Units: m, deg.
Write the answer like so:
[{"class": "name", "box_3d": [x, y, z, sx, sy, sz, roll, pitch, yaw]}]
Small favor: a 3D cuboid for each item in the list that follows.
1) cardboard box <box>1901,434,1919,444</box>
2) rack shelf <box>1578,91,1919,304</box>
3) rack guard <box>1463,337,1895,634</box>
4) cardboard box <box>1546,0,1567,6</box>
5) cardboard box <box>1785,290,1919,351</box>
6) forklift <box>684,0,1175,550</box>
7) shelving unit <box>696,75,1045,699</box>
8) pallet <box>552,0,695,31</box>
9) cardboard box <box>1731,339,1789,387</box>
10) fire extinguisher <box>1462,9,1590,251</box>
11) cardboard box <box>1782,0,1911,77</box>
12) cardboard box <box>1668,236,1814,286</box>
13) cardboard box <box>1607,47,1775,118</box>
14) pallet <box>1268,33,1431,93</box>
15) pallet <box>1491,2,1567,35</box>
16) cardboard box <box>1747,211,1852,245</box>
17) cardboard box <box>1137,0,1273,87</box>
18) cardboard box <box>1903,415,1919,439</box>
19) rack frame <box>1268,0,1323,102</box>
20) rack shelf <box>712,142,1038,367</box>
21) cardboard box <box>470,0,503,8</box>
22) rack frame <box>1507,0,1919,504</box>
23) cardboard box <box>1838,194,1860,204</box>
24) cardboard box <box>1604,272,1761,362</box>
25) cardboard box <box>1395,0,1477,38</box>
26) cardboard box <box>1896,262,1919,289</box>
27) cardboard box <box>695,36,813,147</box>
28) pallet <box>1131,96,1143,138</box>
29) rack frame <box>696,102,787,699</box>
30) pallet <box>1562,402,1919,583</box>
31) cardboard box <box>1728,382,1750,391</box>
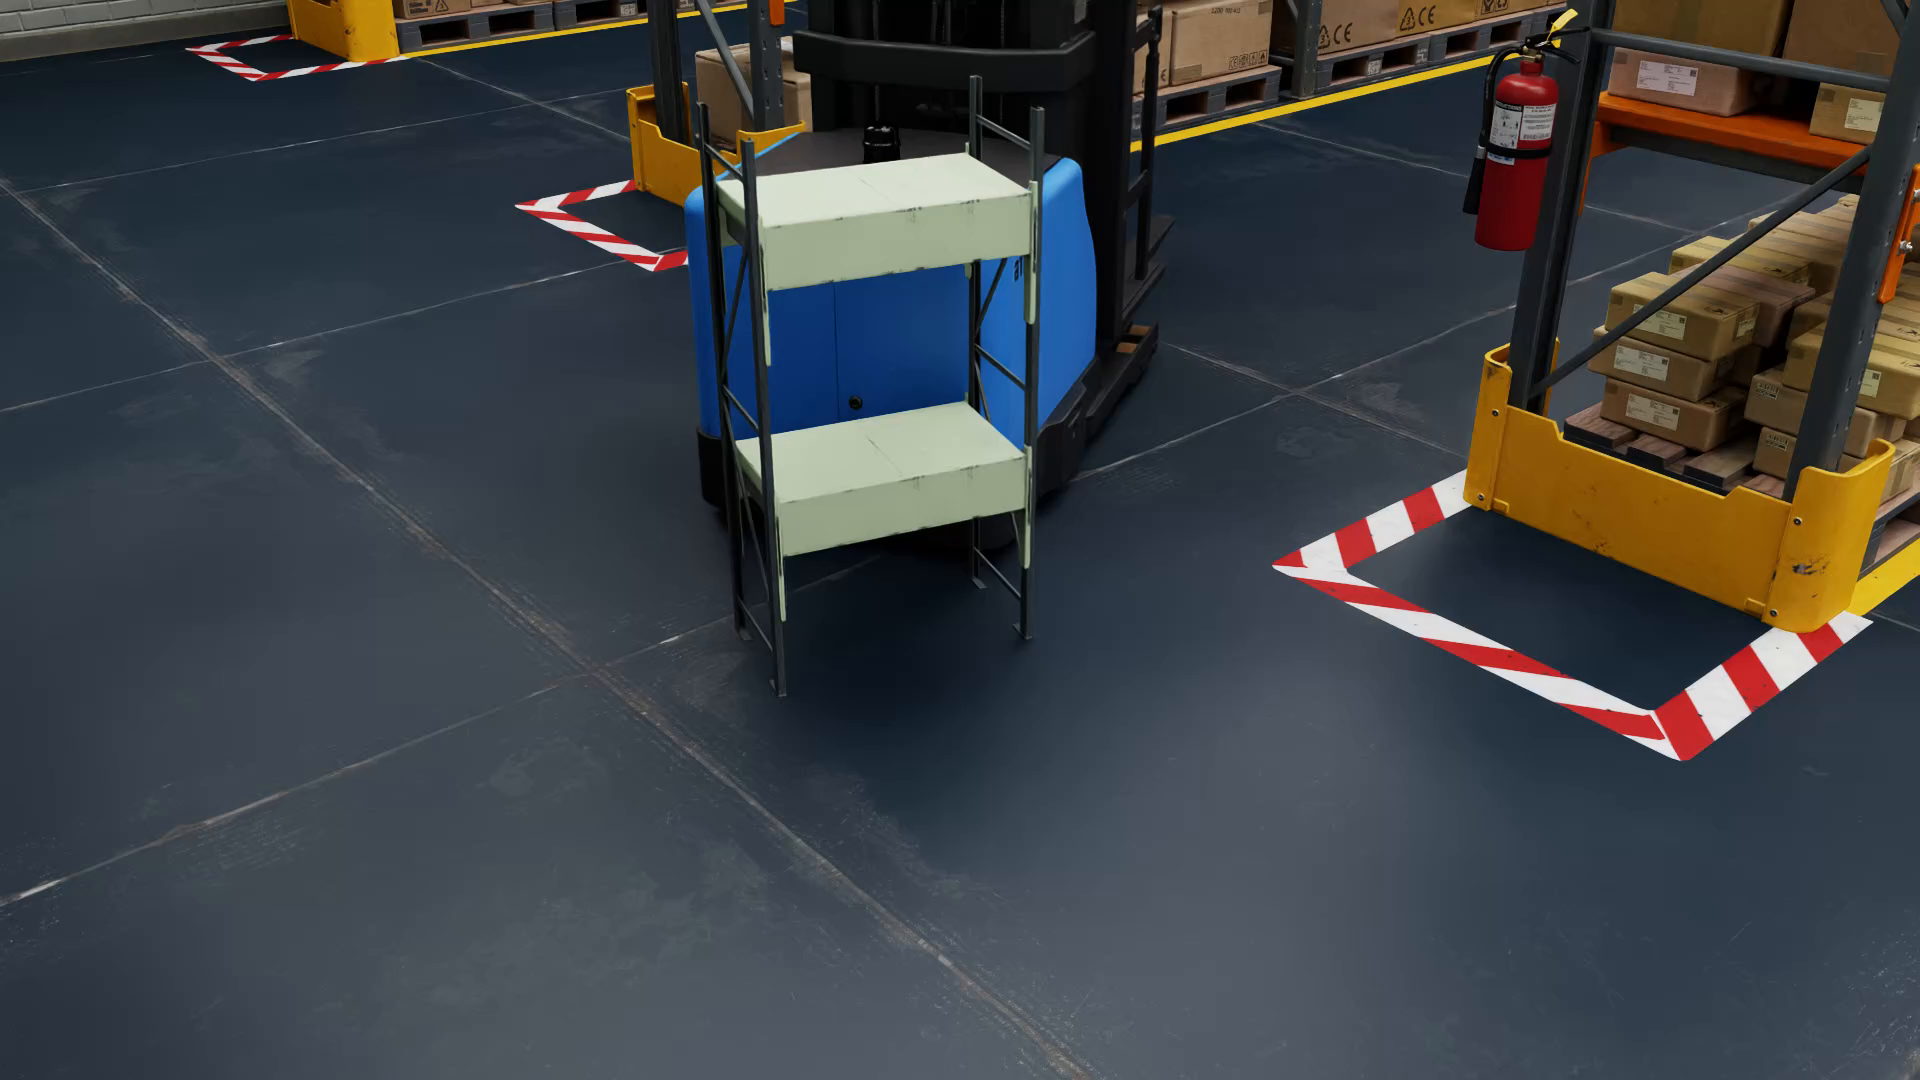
[{"class": "cardboard box", "box_3d": [2.844, -0.364, 5.329, 0.250, 0.149, 0.380, -22, 35, -35]}, {"class": "rack shelf", "box_3d": [3.613, -1.576, 5.780, 4.000, 0.370, 1.077, -22, 35, -35]}, {"class": "rack guard", "box_3d": [2.149, -0.202, 5.098, 0.348, 0.500, 1.175, -22, 35, -35]}, {"class": "cardboard box", "box_3d": [4.308, -4.540, 12.371, 0.875, 0.875, 0.875, -22, 35, -35]}, {"class": "cardboard box", "box_3d": [2.842, -0.638, 5.209, 0.250, 0.149, 0.380, -21, 35, -34]}, {"class": "forklift", "box_3d": [0.140, -1.939, 5.768, 1.130, 2.935, 3.031, 10, 30, 17]}, {"class": "shelving unit", "box_3d": [-0.220, -0.393, 4.394, 0.755, 1.500, 0.431, -12, 30, -21]}, {"class": "pallet", "box_3d": [-2.831, -4.213, 12.910, 1.213, 0.211, 1.003, -22, 35, -35]}, {"class": "cardboard box", "box_3d": [2.542, -0.665, 5.576, 0.250, 0.149, 0.380, -23, 36, -36]}, {"class": "fire extinguisher", "box_3d": [1.600, -1.172, 4.737, 0.183, 0.674, 0.296, -22, 35, -35]}, {"class": "cardboard box", "box_3d": [2.612, -1.495, 4.444, 0.500, 0.500, 0.500, -20, 34, -33]}, {"class": "cardboard box", "box_3d": [2.673, -0.906, 5.710, 0.250, 0.149, 0.380, -23, 36, -36]}, {"class": "cardboard box", "box_3d": [2.156, -1.372, 4.901, 0.250, 0.149, 0.380, -22, 35, -35]}, {"class": "pallet", "box_3d": [2.383, -3.283, 11.168, 1.213, 0.211, 1.003, -22, 35, -35]}, {"class": "pallet", "box_3d": [4.239, -4.029, 12.565, 1.213, 0.211, 1.003, -22, 35, -35]}, {"class": "cardboard box", "box_3d": [3.079, -1.064, 6.007, 0.250, 0.149, 0.380, -20, 34, -33]}, {"class": "cardboard box", "box_3d": [1.297, -3.151, 10.236, 0.875, 0.438, 0.875, -22, 35, -36]}, {"class": "cardboard box", "box_3d": [2.902, -0.472, 5.215, 0.250, 0.149, 0.380, -22, 35, -35]}, {"class": "rack frame", "box_3d": [1.845, -4.249, 10.019, 0.127, 3.000, 1.000, -22, 35, -35]}, {"class": "rack shelf", "box_3d": [-0.220, -0.737, 4.211, 0.720, 0.370, 0.431, -12, 30, -21]}, {"class": "cardboard box", "box_3d": [-3.547, -4.001, 12.134, 0.250, 0.149, 0.380, -24, 36, -37]}, {"class": "rack frame", "box_3d": [2.091, -1.282, 4.466, 0.127, 3.000, 1.000, -22, 35, -35]}, {"class": "cardboard box", "box_3d": [3.532, -1.196, 6.253, 0.250, 0.149, 0.380, -22, 35, -35]}, {"class": "cardboard box", "box_3d": [2.330, -0.725, 5.372, 0.250, 0.149, 0.380, -21, 35, -34]}, {"class": "cardboard box", "box_3d": [2.947, -3.995, 11.352, 0.875, 0.875, 0.875, -21, 34, -34]}, {"class": "cardboard box", "box_3d": [3.252, -0.775, 5.465, 0.250, 0.149, 0.380, -24, 36, -37]}, {"class": "cardboard box", "box_3d": [-0.761, -2.319, 8.679, 0.875, 0.438, 0.875, -23, 36, -37]}, {"class": "pallet", "box_3d": [0.287, -2.440, 9.591, 1.213, 0.211, 1.003, -22, 35, -35]}, {"class": "rack frame", "box_3d": [-0.555, -0.324, 4.264, 0.023, 1.500, 0.400, -12, 30, -21]}, {"class": "pallet", "box_3d": [2.790, -0.311, 5.608, 1.213, 0.211, 1.003, -22, 35, -35]}, {"class": "cardboard box", "box_3d": [2.486, -0.560, 5.695, 0.250, 0.149, 0.380, -21, 34, -33]}]
